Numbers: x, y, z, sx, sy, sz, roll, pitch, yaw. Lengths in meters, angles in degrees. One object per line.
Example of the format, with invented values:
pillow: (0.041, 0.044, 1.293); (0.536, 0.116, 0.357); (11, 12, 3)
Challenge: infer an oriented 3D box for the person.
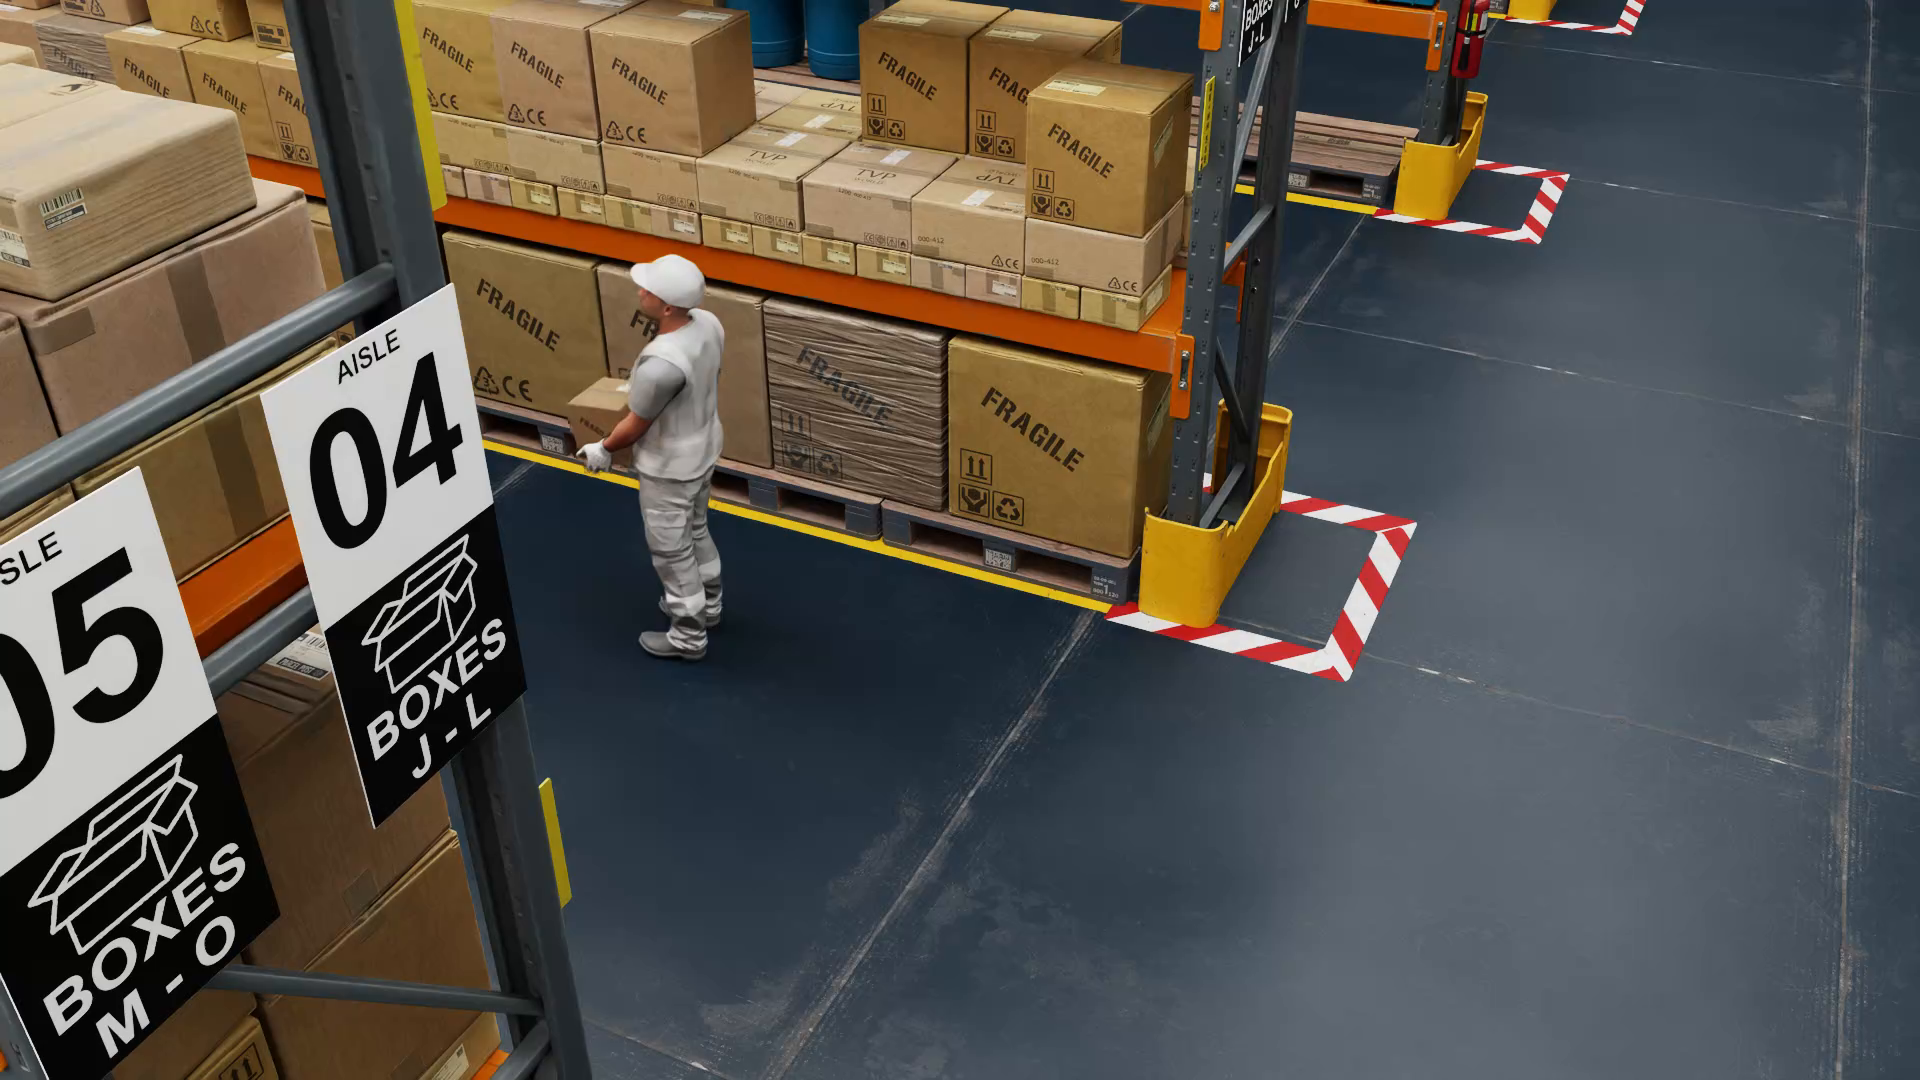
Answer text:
person: (-1.203, -0.319, 6.599); (0.552, 1.793, 0.515); (9, 34, 13)
